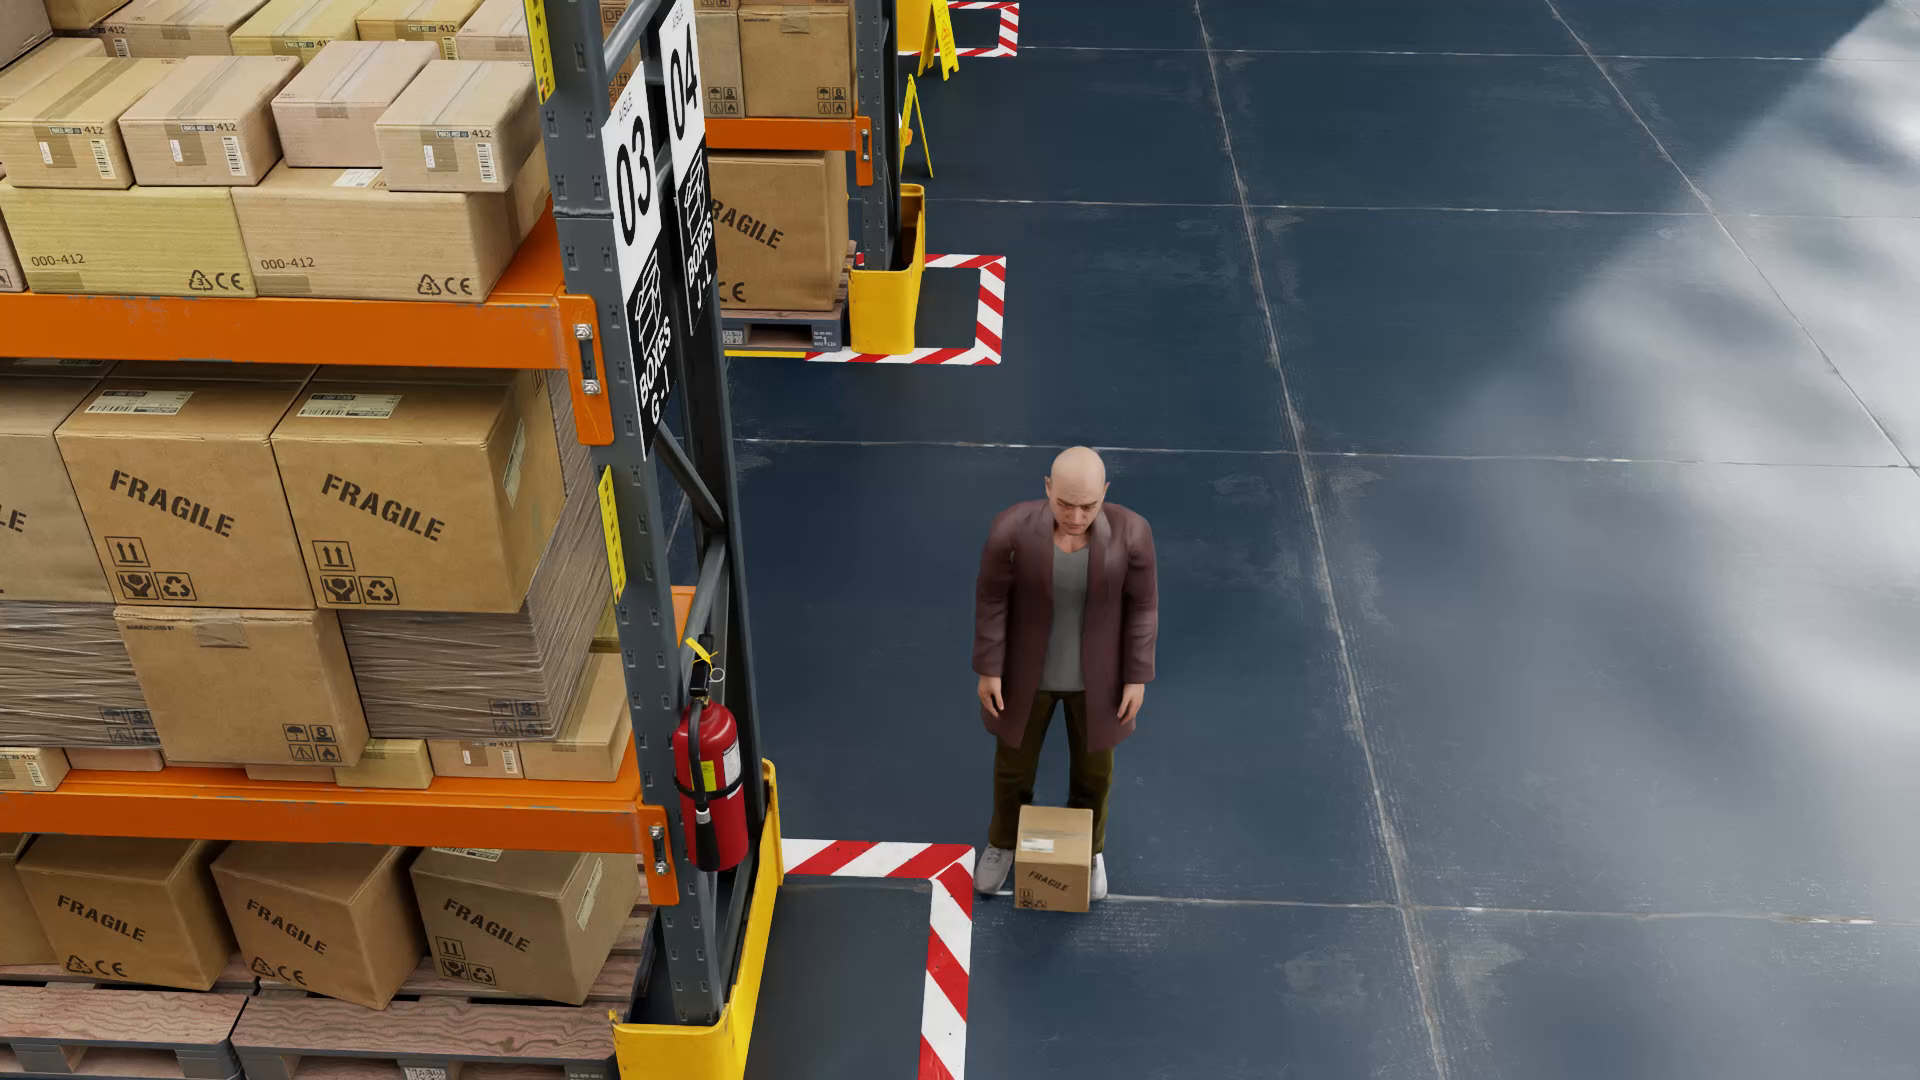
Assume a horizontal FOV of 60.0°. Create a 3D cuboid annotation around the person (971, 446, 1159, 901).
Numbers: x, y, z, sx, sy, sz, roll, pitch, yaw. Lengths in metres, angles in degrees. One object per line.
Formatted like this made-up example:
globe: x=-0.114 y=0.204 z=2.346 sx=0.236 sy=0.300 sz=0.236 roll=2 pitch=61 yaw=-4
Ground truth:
person: x=0.342 y=0.442 z=5.532 sx=0.607 sy=1.775 sz=0.425 roll=3 pitch=35 yaw=4
